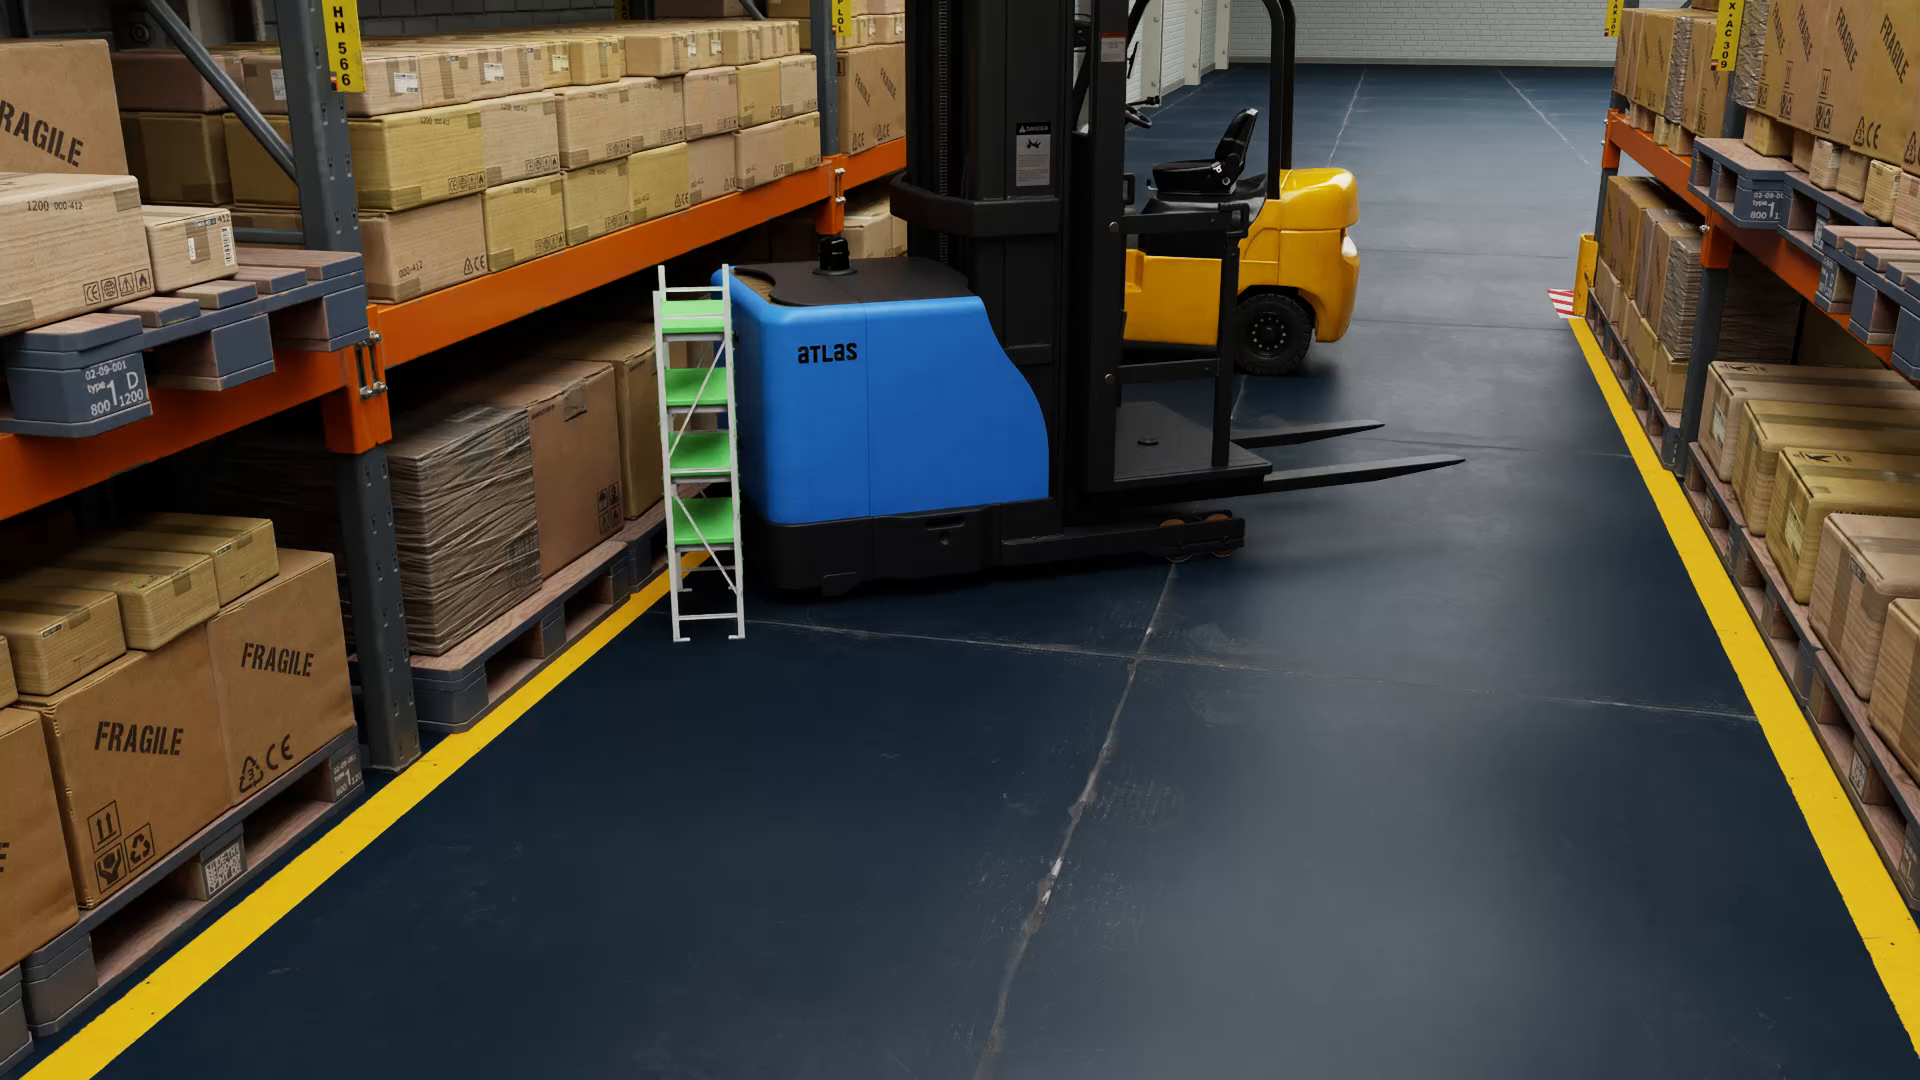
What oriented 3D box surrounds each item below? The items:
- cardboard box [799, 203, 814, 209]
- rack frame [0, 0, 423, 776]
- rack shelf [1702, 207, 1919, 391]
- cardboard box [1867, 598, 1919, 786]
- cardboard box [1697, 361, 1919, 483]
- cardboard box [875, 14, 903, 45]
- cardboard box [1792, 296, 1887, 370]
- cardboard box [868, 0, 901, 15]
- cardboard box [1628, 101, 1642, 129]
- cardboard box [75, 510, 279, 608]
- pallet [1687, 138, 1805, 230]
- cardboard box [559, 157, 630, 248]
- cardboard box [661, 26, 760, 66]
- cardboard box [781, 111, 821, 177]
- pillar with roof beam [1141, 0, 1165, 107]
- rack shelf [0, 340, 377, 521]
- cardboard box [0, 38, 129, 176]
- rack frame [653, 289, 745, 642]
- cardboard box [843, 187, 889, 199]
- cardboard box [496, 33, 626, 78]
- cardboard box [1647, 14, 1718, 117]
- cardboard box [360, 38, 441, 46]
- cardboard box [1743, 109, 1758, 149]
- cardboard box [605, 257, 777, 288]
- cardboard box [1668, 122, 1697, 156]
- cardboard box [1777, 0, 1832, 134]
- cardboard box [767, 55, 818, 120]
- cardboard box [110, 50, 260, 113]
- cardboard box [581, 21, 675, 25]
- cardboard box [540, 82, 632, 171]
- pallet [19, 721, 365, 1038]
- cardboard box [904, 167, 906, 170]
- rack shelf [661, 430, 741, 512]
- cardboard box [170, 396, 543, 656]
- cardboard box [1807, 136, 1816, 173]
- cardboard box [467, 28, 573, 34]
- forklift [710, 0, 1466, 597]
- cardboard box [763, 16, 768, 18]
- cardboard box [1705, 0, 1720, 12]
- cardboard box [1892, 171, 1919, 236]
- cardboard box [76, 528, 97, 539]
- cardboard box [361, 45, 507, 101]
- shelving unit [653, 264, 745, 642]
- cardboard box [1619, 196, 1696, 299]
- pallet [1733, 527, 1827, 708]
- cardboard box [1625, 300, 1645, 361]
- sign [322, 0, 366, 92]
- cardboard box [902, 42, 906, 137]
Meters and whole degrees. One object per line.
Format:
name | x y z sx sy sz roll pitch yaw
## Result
cardboard box | -1.046 -1.762 9.264 0.500 0.250 0.500 4 19 13
rack frame | -2.065 -0.808 4.413 1.000 3.000 0.127 5 19 13
rack shelf | 3.238 -0.704 5.221 1.077 0.370 4.000 5 19 13
cardboard box | 2.897 0.451 4.142 0.950 0.372 0.625 3 19 10
cardboard box | 3.601 -0.462 6.815 0.950 0.372 0.625 5 19 14
cardboard box | -0.524 -2.732 8.887 0.380 0.149 0.250 5 20 15
cardboard box | 4.132 -1.087 7.674 0.500 0.500 0.500 6 20 16
cardboard box | -0.530 -2.876 8.848 0.380 0.149 0.250 5 20 15
cardboard box | 4.122 -2.483 9.705 0.380 0.149 0.250 5 19 14
cardboard box | -1.940 0.044 4.133 0.380 0.149 0.250 4 19 11
pallet | 3.399 -1.352 6.303 1.003 0.211 1.213 5 19 13
cardboard box | -1.473 -1.176 5.723 0.500 0.250 0.500 4 19 12
cardboard box | -1.048 -2.044 6.873 0.380 0.149 0.250 4 19 12
cardboard box | -0.957 -1.812 7.585 0.500 0.250 0.500 5 20 15
pillar with roof beam | 7.418 -11.309 25.877 9.100 9.000 0.400 5 19 13
rack shelf | -2.554 0.159 2.694 1.077 0.370 4.000 5 19 13
cardboard box | -2.342 -0.905 3.893 0.500 0.500 0.500 6 20 16
rack frame | -0.858 -0.228 5.498 0.240 1.200 0.015 -3 19 -7
cardboard box | -0.420 -1.876 9.596 0.500 0.250 0.500 5 20 15
cardboard box | -1.427 -1.734 5.965 0.380 0.149 0.250 5 19 13
cardboard box | 3.956 -2.504 8.763 0.500 0.500 0.500 4 19 12
cardboard box | -1.972 -1.606 5.590 0.380 0.149 0.250 5 19 13
cardboard box | 3.285 -1.603 6.478 0.380 0.149 0.250 5 19 14
cardboard box | -1.204 -0.973 7.919 0.875 0.625 0.625 6 20 16
cardboard box | 3.755 -1.996 8.279 0.380 0.149 0.250 4 19 13
cardboard box | 3.078 -1.623 5.533 0.500 0.500 0.500 5 19 13
cardboard box | -0.960 -2.054 7.518 0.500 0.250 0.500 4 19 12
cardboard box | -2.182 -1.281 4.638 0.380 0.149 0.250 5 20 15
cardboard box | -1.498 -2.243 7.456 0.380 0.149 0.250 4 19 12
cardboard box | -1.451 -1.413 5.643 0.500 0.250 0.500 4 19 12
pallet | -2.284 0.742 4.188 1.003 0.211 1.213 5 19 13
cardboard box | -0.530 -2.394 11.113 0.500 0.250 0.500 5 19 13
rack shelf | -0.891 -0.245 5.748 0.258 0.148 0.480 -3 19 -7
cardboard box | -1.899 -0.078 5.299 0.875 0.625 0.625 5 20 15
cardboard box | 3.055 -1.276 5.521 0.380 0.149 0.250 5 19 14
cardboard box | -1.744 -1.928 6.532 0.380 0.149 0.250 5 19 13
forklift | 0.588 -1.453 6.408 3.031 2.935 1.130 -6 20 -18
cardboard box | -1.158 -2.701 8.796 0.380 0.149 0.250 5 20 15
cardboard box | 4.660 -3.251 9.403 0.700 0.500 0.500 5 19 14
cardboard box | 2.684 -0.869 4.331 0.380 0.149 0.250 4 19 11
cardboard box | -2.440 0.286 4.428 0.500 0.500 0.500 5 20 15
cardboard box | -1.600 -1.406 5.004 0.380 0.149 0.250 5 20 15
shelving unit | -0.891 -0.306 5.727 0.258 1.200 0.503 -3 19 -7
cardboard box | 3.979 -1.618 9.228 0.500 0.500 0.500 5 19 14
pallet | 3.242 0.276 5.553 1.003 0.211 1.213 5 19 13
cardboard box | 3.859 -1.102 8.877 0.500 0.250 0.500 5 19 14
sign | -1.536 -1.279 4.122 0.100 0.325 0.005 5 19 13
cardboard box | -0.492 -2.551 9.361 0.500 0.500 0.500 4 19 13
